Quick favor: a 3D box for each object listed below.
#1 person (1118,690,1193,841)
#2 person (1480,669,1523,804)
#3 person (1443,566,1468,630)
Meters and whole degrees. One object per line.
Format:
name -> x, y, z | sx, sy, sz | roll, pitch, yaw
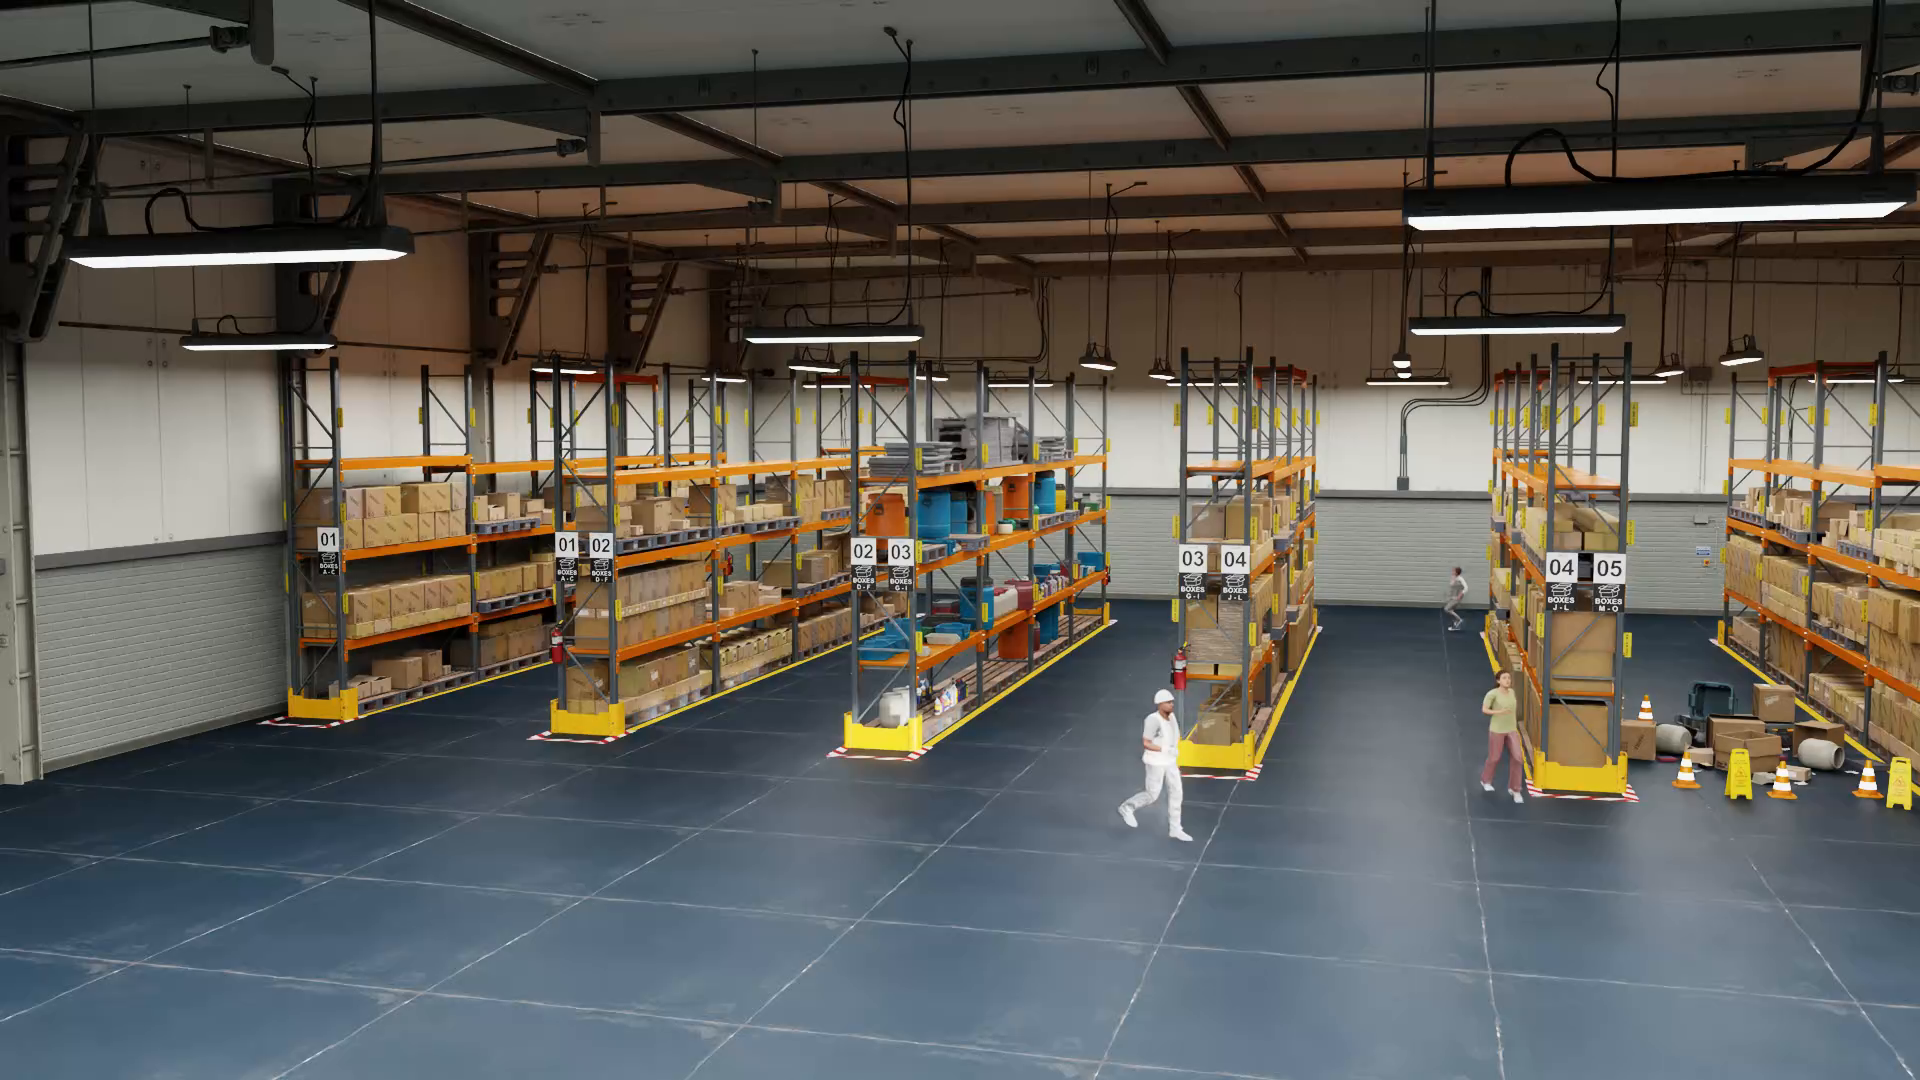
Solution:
person -> 2.344, 2.654, 19.811 | 0.967, 1.773, 0.663 | 4, 6, 41
person -> 7.117, 2.561, 21.881 | 0.576, 1.737, 0.725 | -1, 4, -11
person -> 11.585, 1.373, 38.971 | 0.490, 1.538, 0.599 | 0, 4, -6
